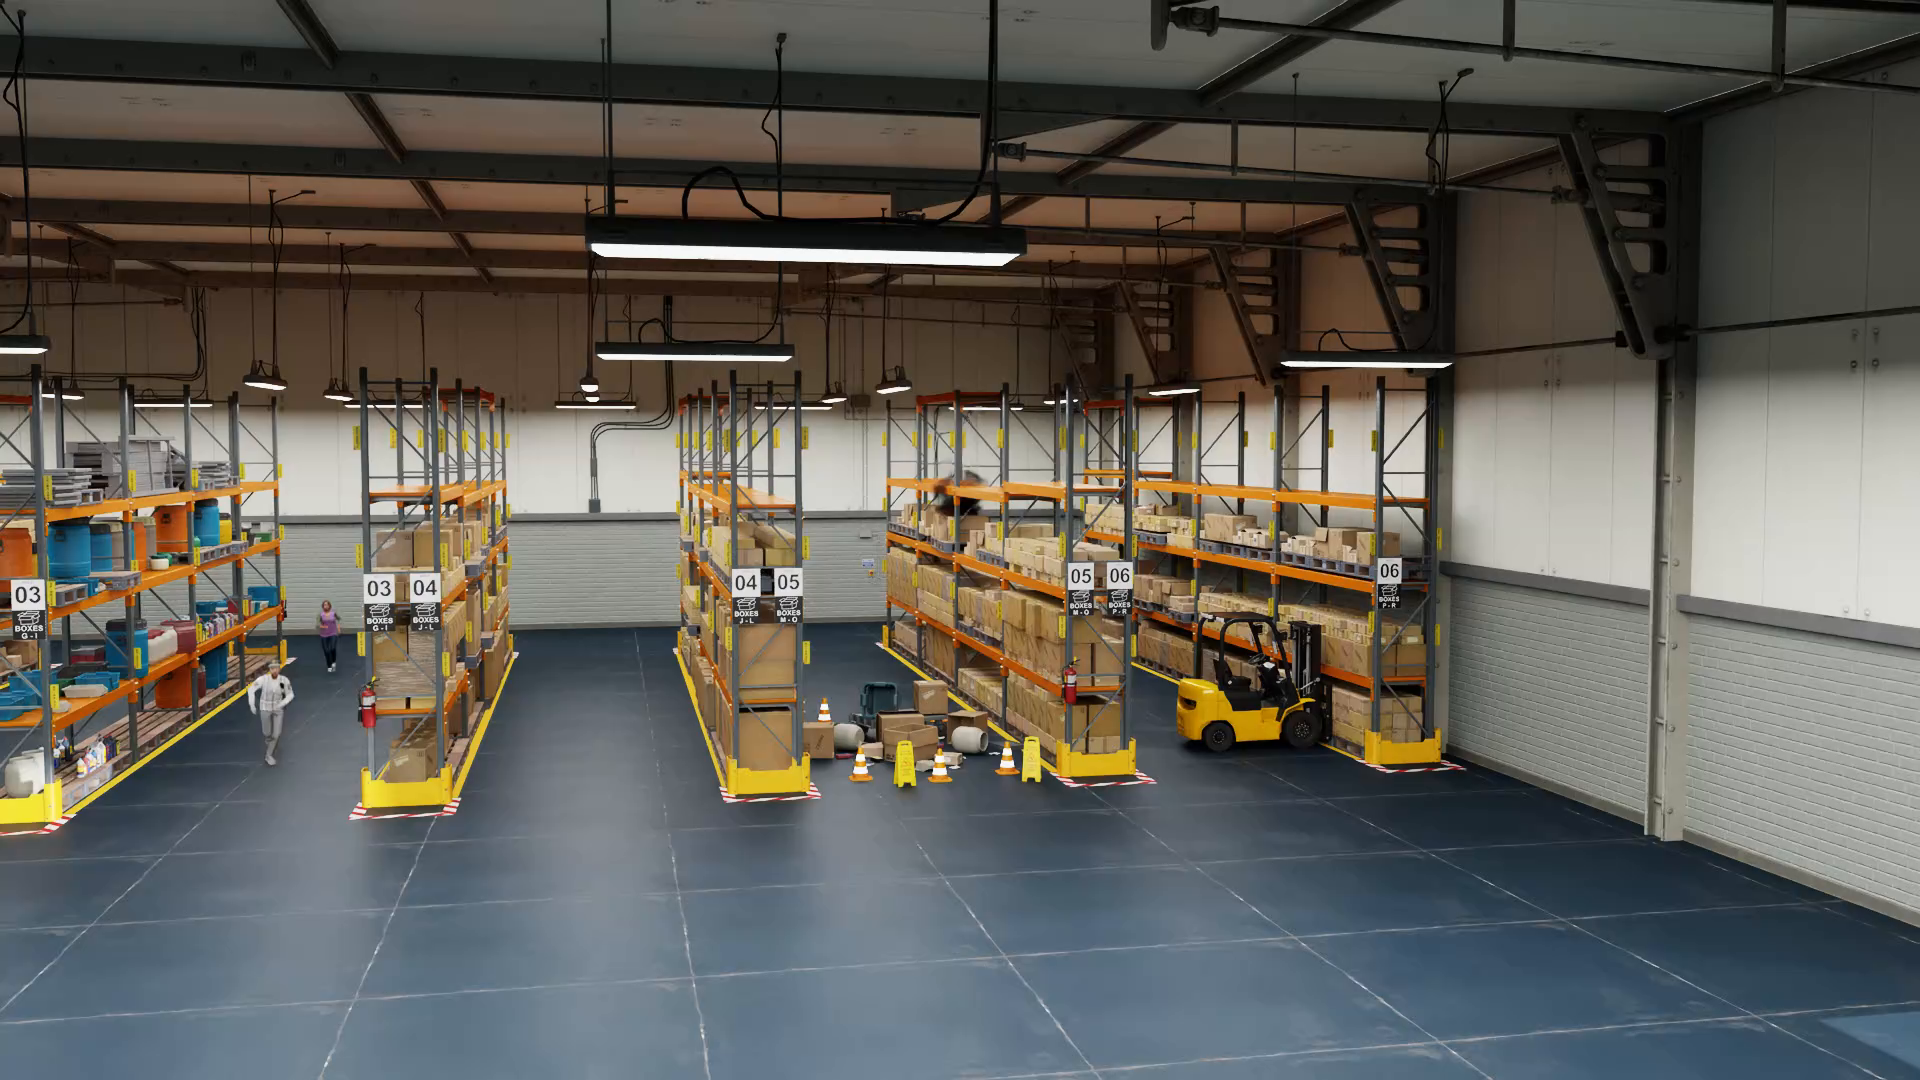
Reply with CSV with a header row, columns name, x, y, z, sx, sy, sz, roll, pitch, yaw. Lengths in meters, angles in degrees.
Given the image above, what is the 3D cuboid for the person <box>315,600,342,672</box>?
name,x,y,z,sx,sy,sz,roll,pitch,yaw
person,-13.599,2.075,35.814,0.520,1.561,0.597,-1,4,-15

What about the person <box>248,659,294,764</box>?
name,x,y,z,sx,sy,sz,roll,pitch,yaw
person,-10.696,2.661,25.846,0.653,1.649,0.612,-2,4,-27
